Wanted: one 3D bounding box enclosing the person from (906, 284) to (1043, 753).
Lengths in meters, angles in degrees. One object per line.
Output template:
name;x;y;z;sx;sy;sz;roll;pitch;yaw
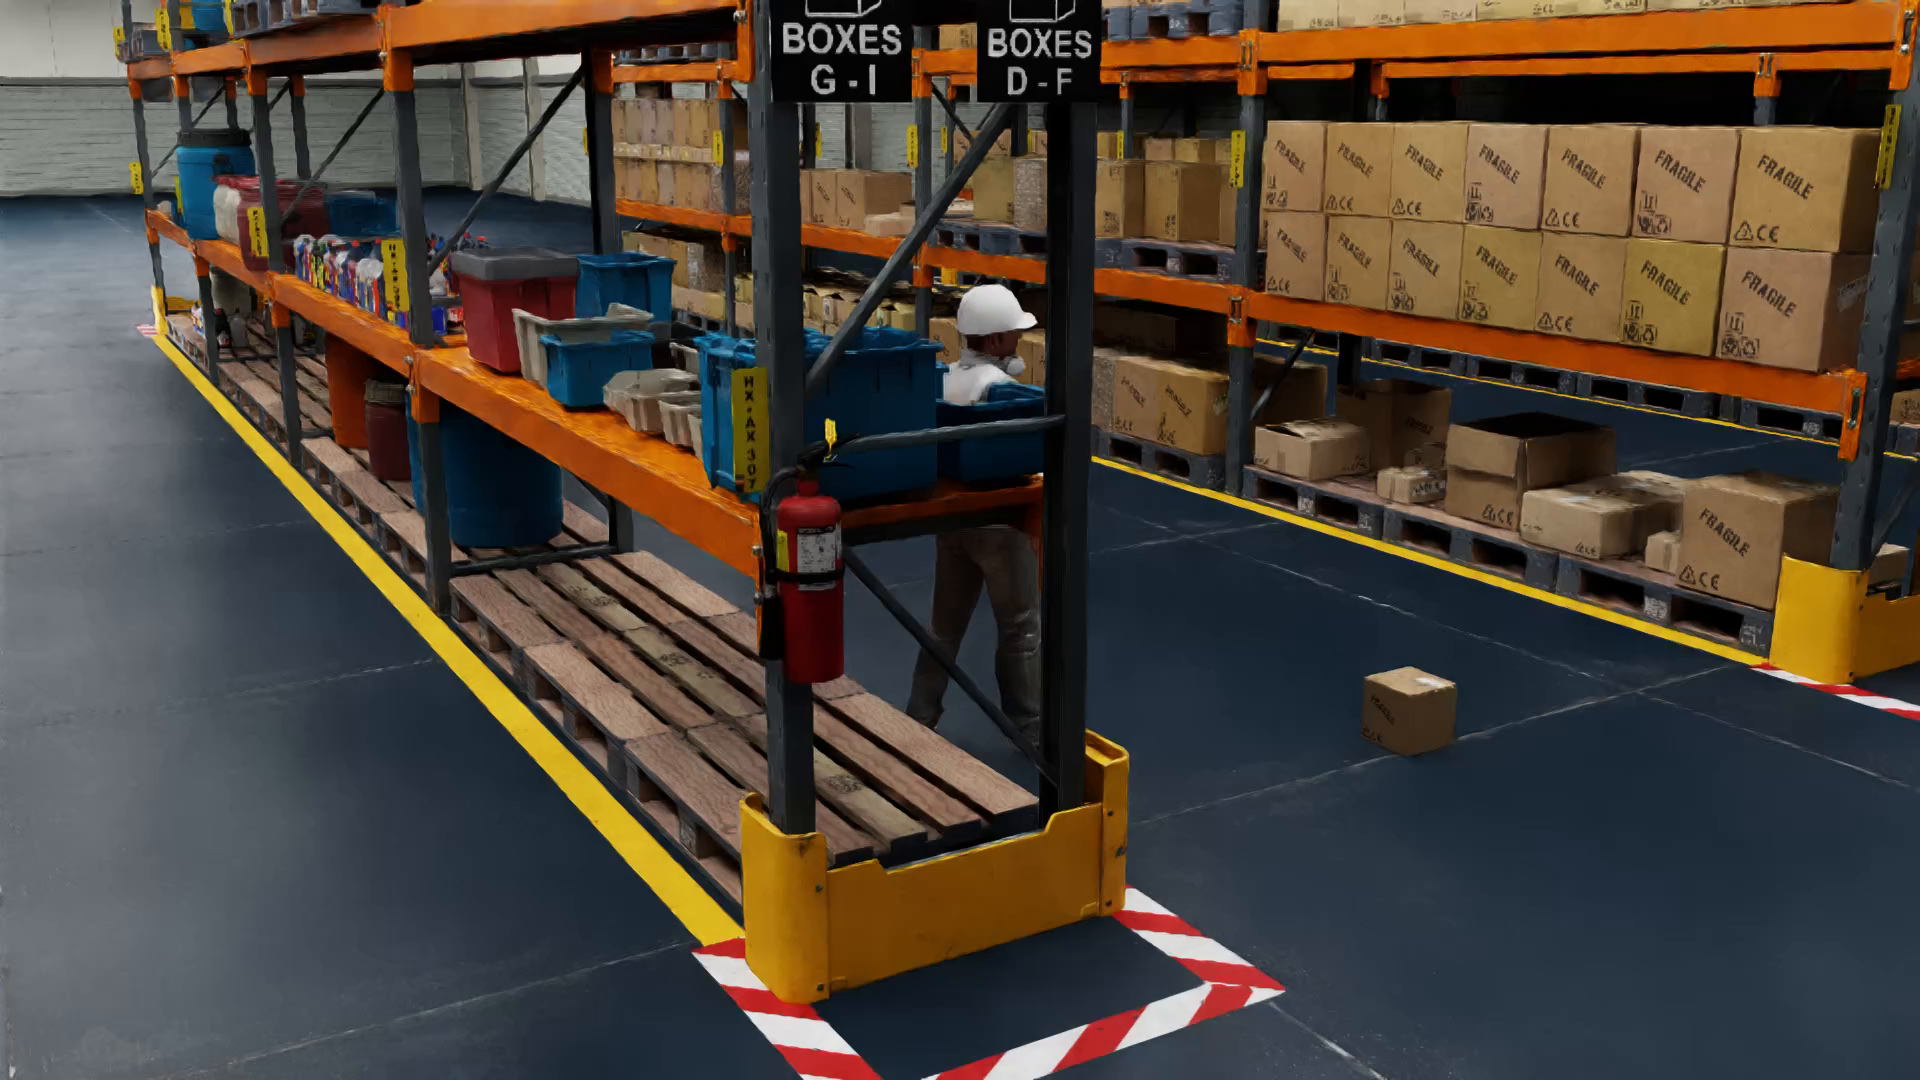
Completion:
person;0.143;-0.062;6.194;0.615;1.774;0.727;-10;18;-34
